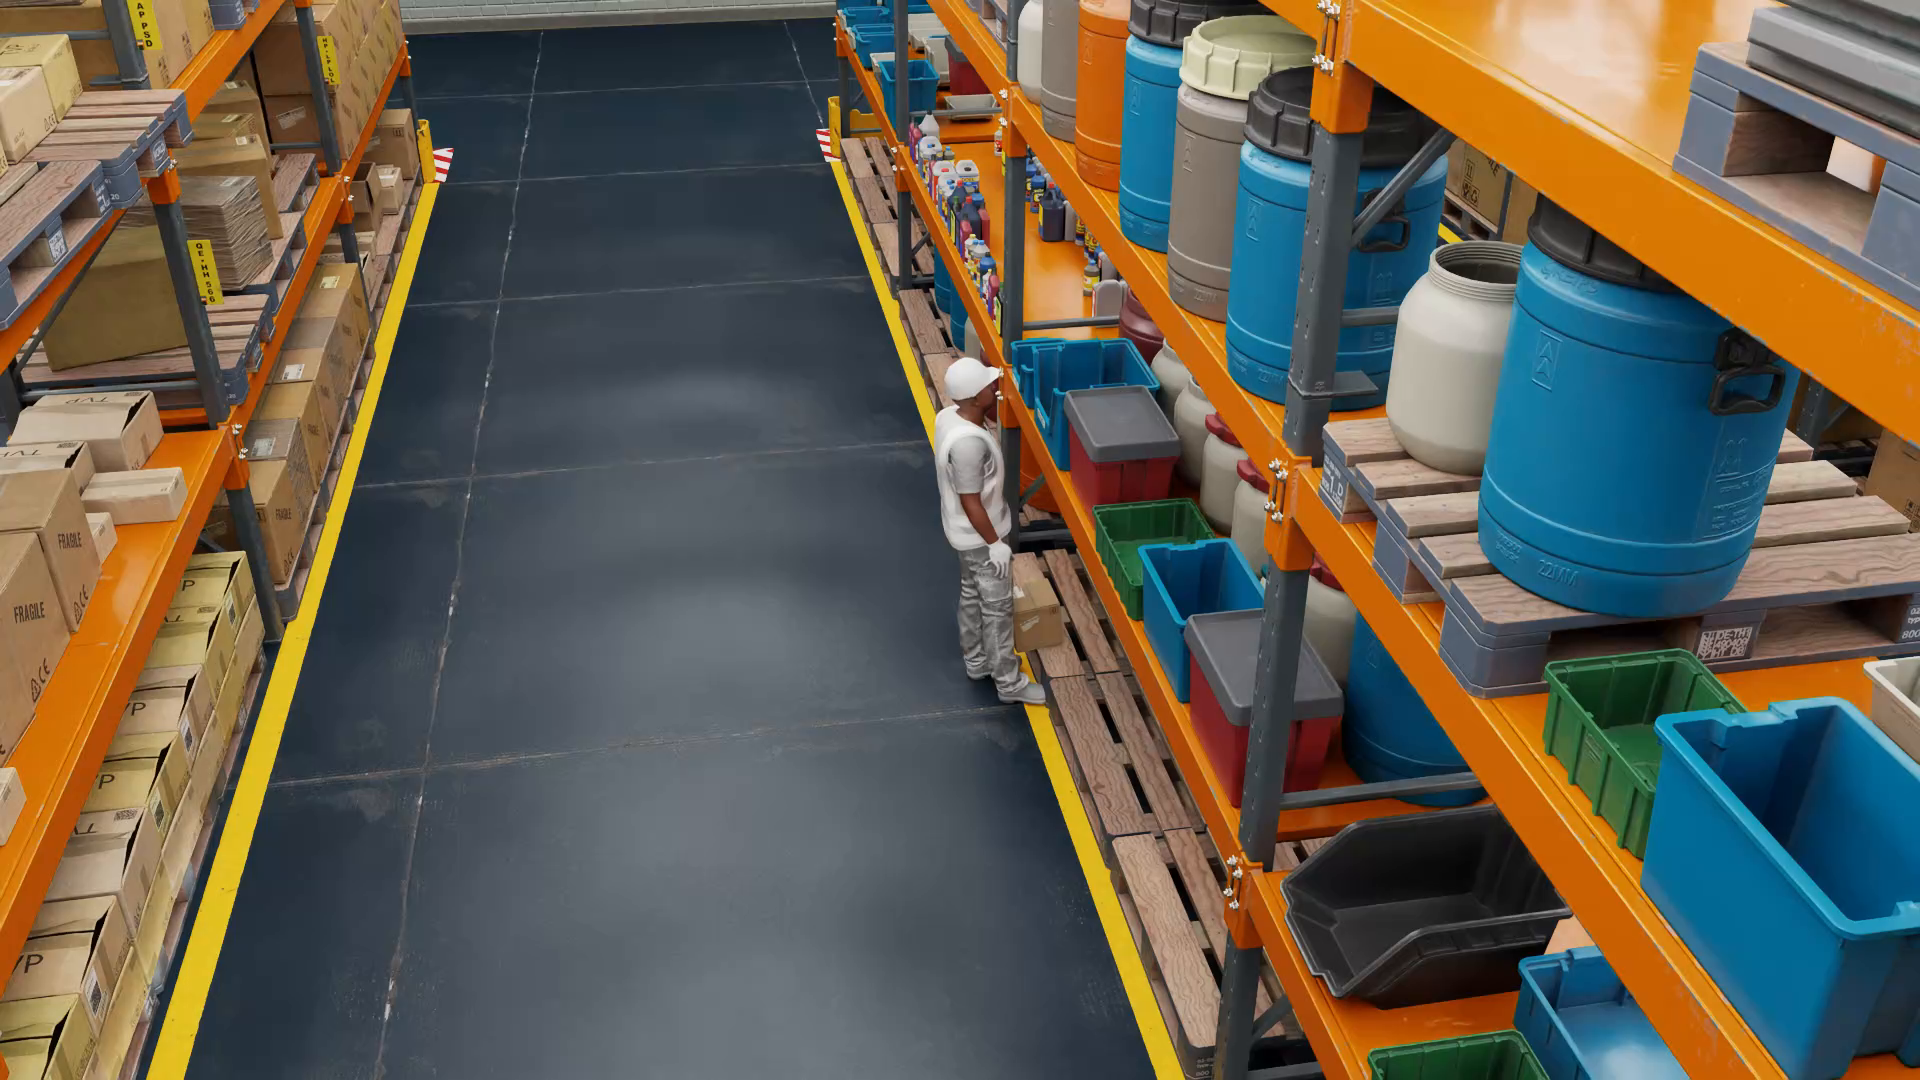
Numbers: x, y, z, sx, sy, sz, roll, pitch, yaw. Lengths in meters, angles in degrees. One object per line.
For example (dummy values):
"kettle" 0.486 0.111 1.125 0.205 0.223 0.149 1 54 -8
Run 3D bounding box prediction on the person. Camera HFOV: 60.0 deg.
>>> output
"person" 0.168 -0.066 8.213 0.577 1.782 0.656 -5 31 -9
